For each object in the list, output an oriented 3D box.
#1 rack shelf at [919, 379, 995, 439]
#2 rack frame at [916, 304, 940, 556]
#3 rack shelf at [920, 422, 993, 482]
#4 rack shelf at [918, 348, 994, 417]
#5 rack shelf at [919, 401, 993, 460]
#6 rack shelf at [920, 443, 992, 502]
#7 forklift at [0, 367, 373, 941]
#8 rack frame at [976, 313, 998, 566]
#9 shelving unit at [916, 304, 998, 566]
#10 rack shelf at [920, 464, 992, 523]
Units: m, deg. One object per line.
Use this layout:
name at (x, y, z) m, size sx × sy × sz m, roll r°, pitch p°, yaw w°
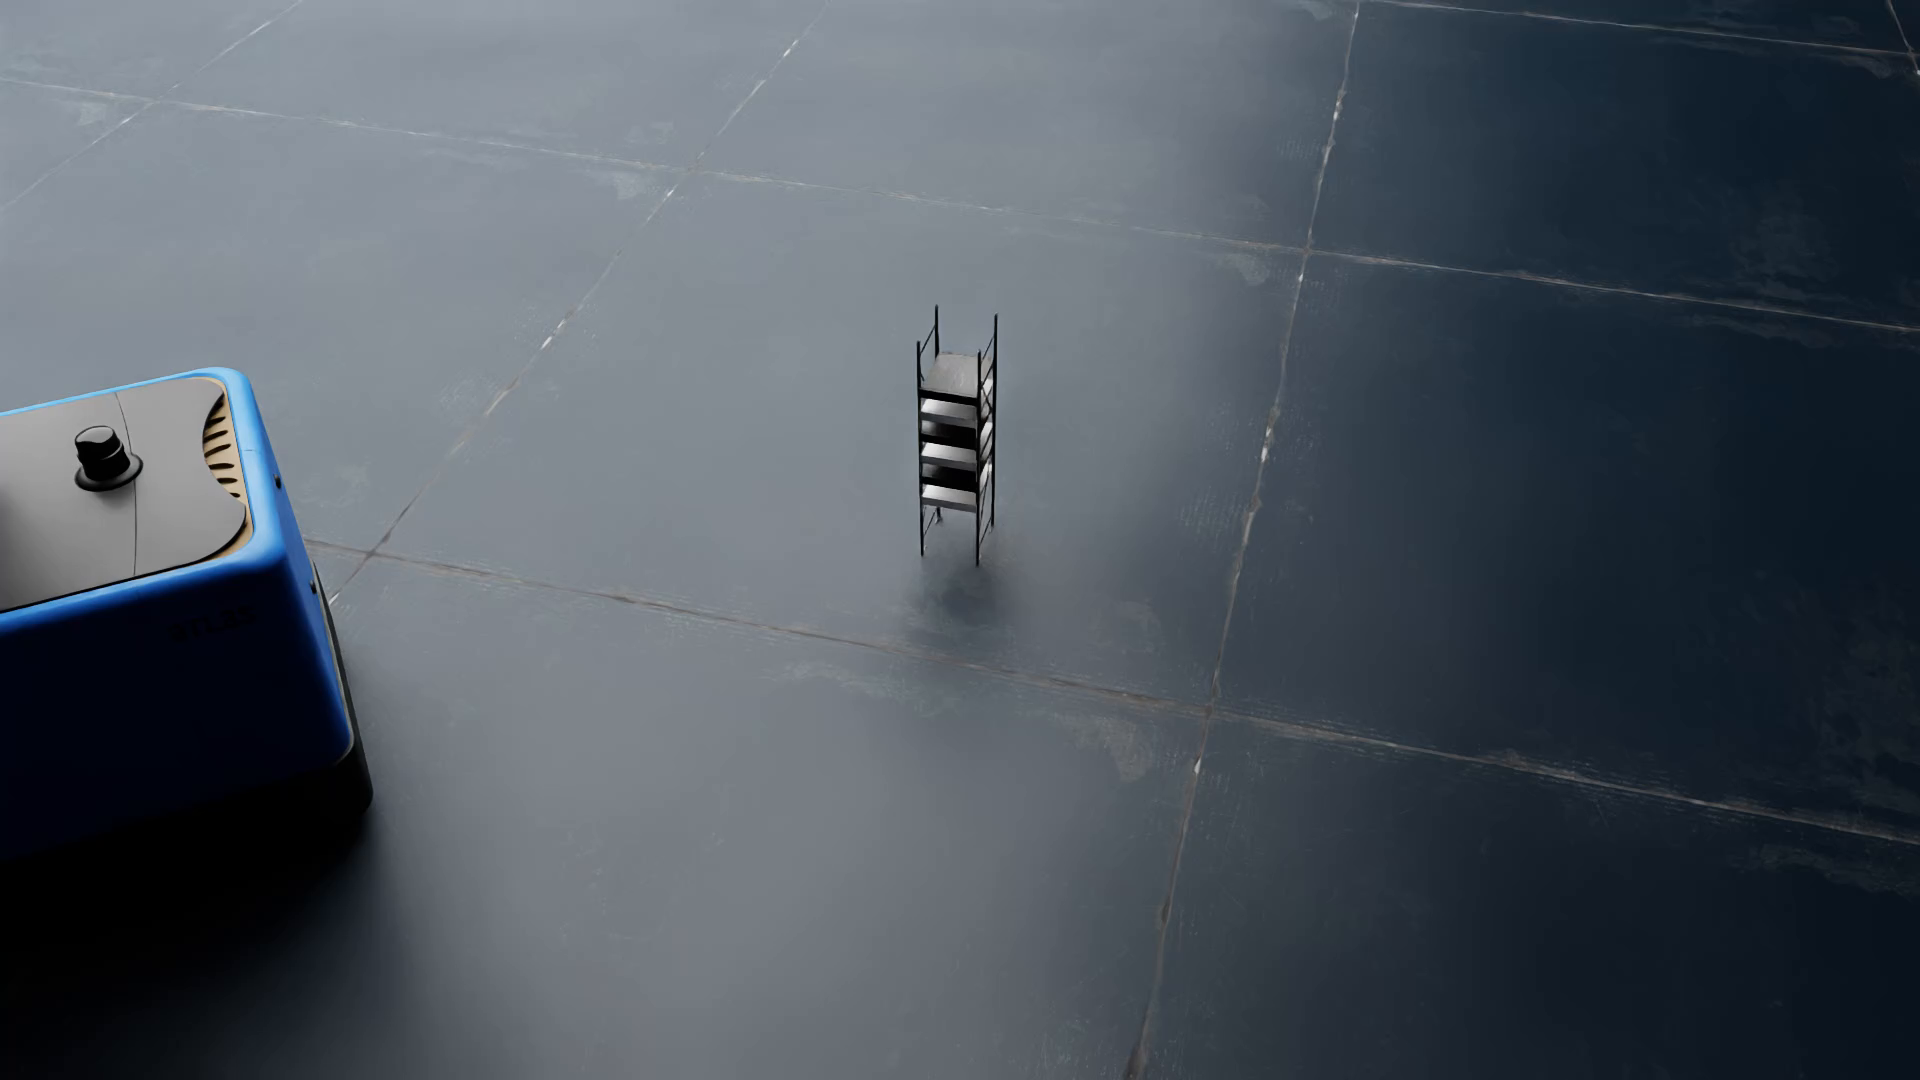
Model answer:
rack shelf at (-0.008, -0.458, 5.600) m, size 0.200 × 0.077 × 0.258 m, roll 10°, pitch 41°, yaw 11°
rack frame at (-0.106, -0.363, 5.715) m, size 0.006 × 0.900 × 0.240 m, roll 10°, pitch 41°, yaw 11°
rack shelf at (-0.008, -0.320, 5.716) m, size 0.200 × 0.077 × 0.258 m, roll 10°, pitch 41°, yaw 11°
rack shelf at (-0.008, -0.527, 5.543) m, size 0.200 × 0.077 × 0.258 m, roll 10°, pitch 41°, yaw 11°
rack shelf at (-0.008, -0.389, 5.658) m, size 0.200 × 0.077 × 0.258 m, roll 10°, pitch 41°, yaw 11°
rack shelf at (-0.008, -0.252, 5.774) m, size 0.200 × 0.077 × 0.258 m, roll 10°, pitch 41°, yaw 11°
forklift at (-3.311, -0.165, 3.899) m, size 3.031 × 2.935 × 1.130 m, roll -16°, pitch 43°, yaw -18°
rack frame at (0.090, -0.329, 5.675) m, size 0.006 × 0.900 × 0.240 m, roll 10°, pitch 41°, yaw 11°
shelving unit at (-0.008, -0.346, 5.695) m, size 0.210 × 0.900 × 0.258 m, roll 10°, pitch 41°, yaw 11°
rack shelf at (-0.008, -0.183, 5.832) m, size 0.200 × 0.077 × 0.258 m, roll 10°, pitch 41°, yaw 11°
